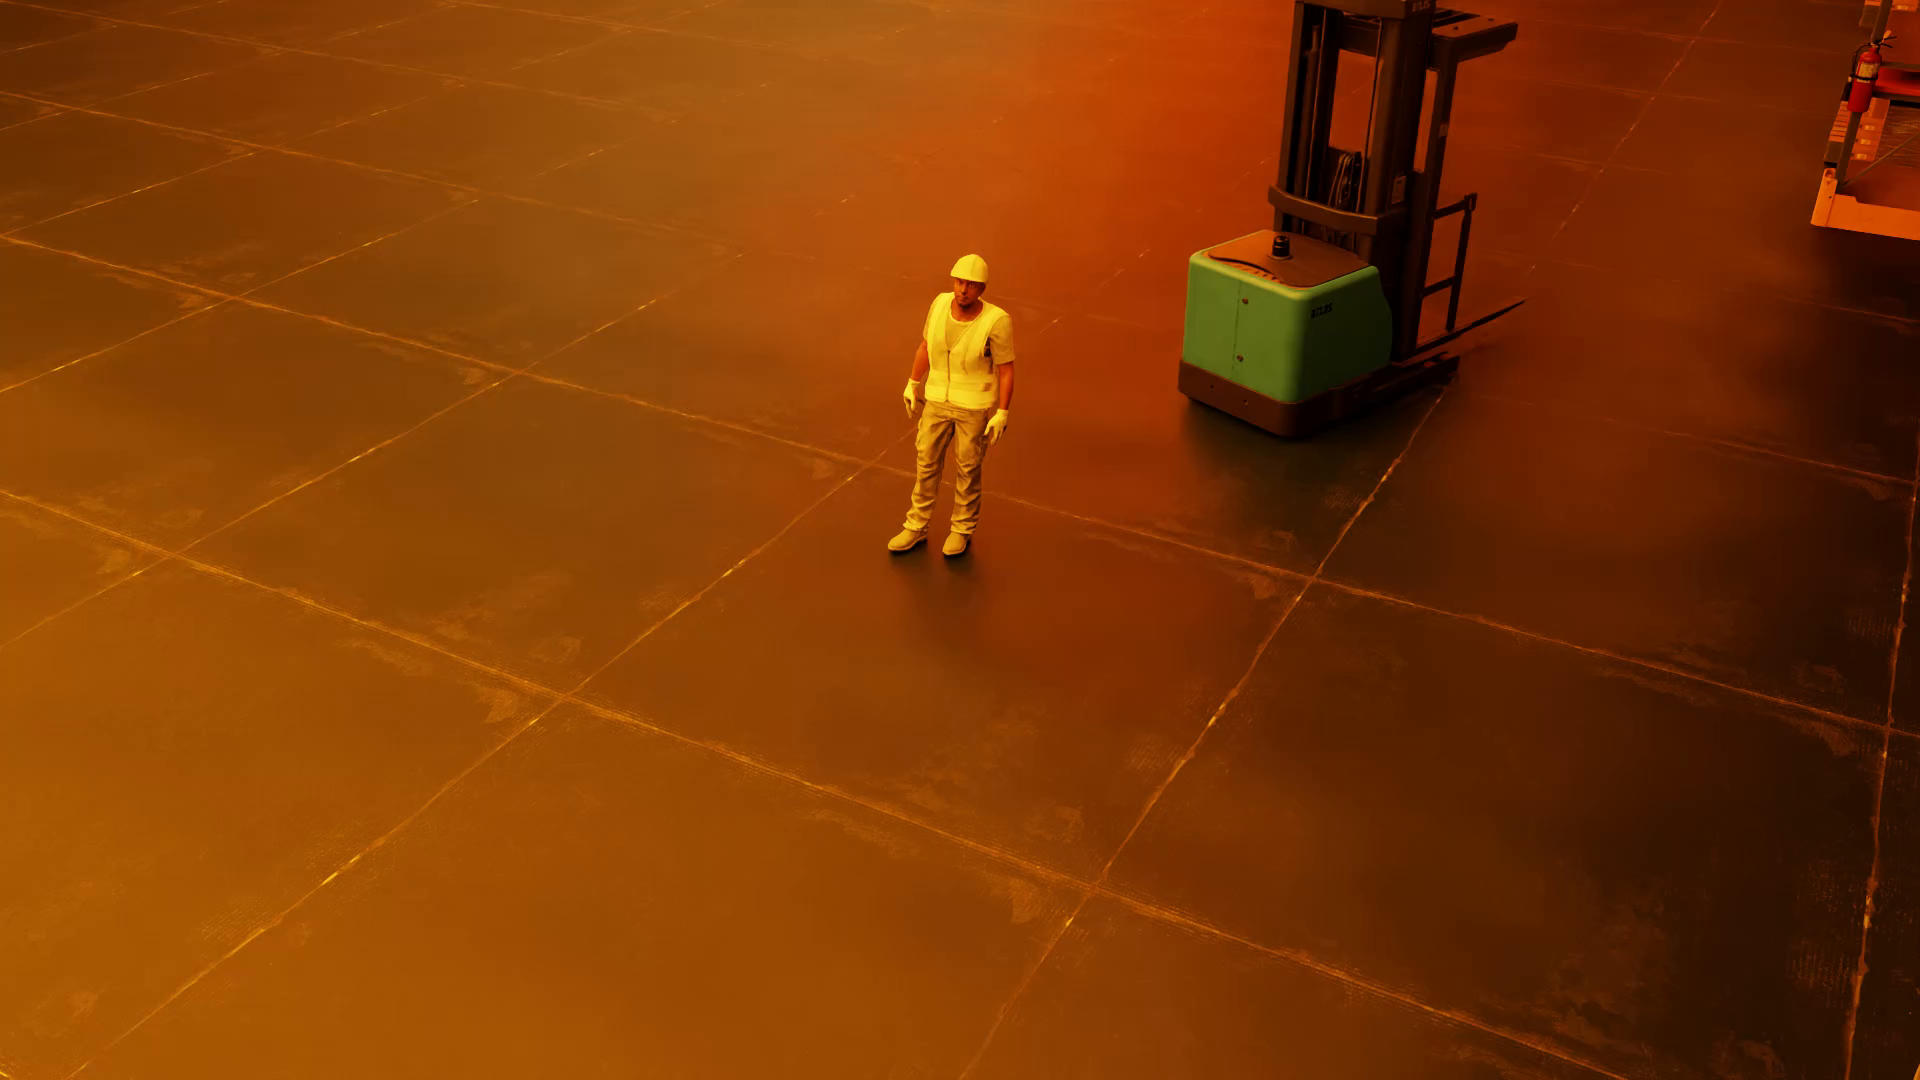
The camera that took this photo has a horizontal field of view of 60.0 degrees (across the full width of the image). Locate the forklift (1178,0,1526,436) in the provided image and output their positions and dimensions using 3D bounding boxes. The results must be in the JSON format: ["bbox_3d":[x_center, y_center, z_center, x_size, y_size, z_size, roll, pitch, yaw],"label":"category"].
[{"bbox_3d":[2.979,-2.565,11.514,3.031,2.935,1.130,-23,37,-34],"label":"forklift"}]

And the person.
[{"bbox_3d":[-0.042,-0.749,9.502,0.657,1.785,0.575,15,33,25],"label":"person"}]
